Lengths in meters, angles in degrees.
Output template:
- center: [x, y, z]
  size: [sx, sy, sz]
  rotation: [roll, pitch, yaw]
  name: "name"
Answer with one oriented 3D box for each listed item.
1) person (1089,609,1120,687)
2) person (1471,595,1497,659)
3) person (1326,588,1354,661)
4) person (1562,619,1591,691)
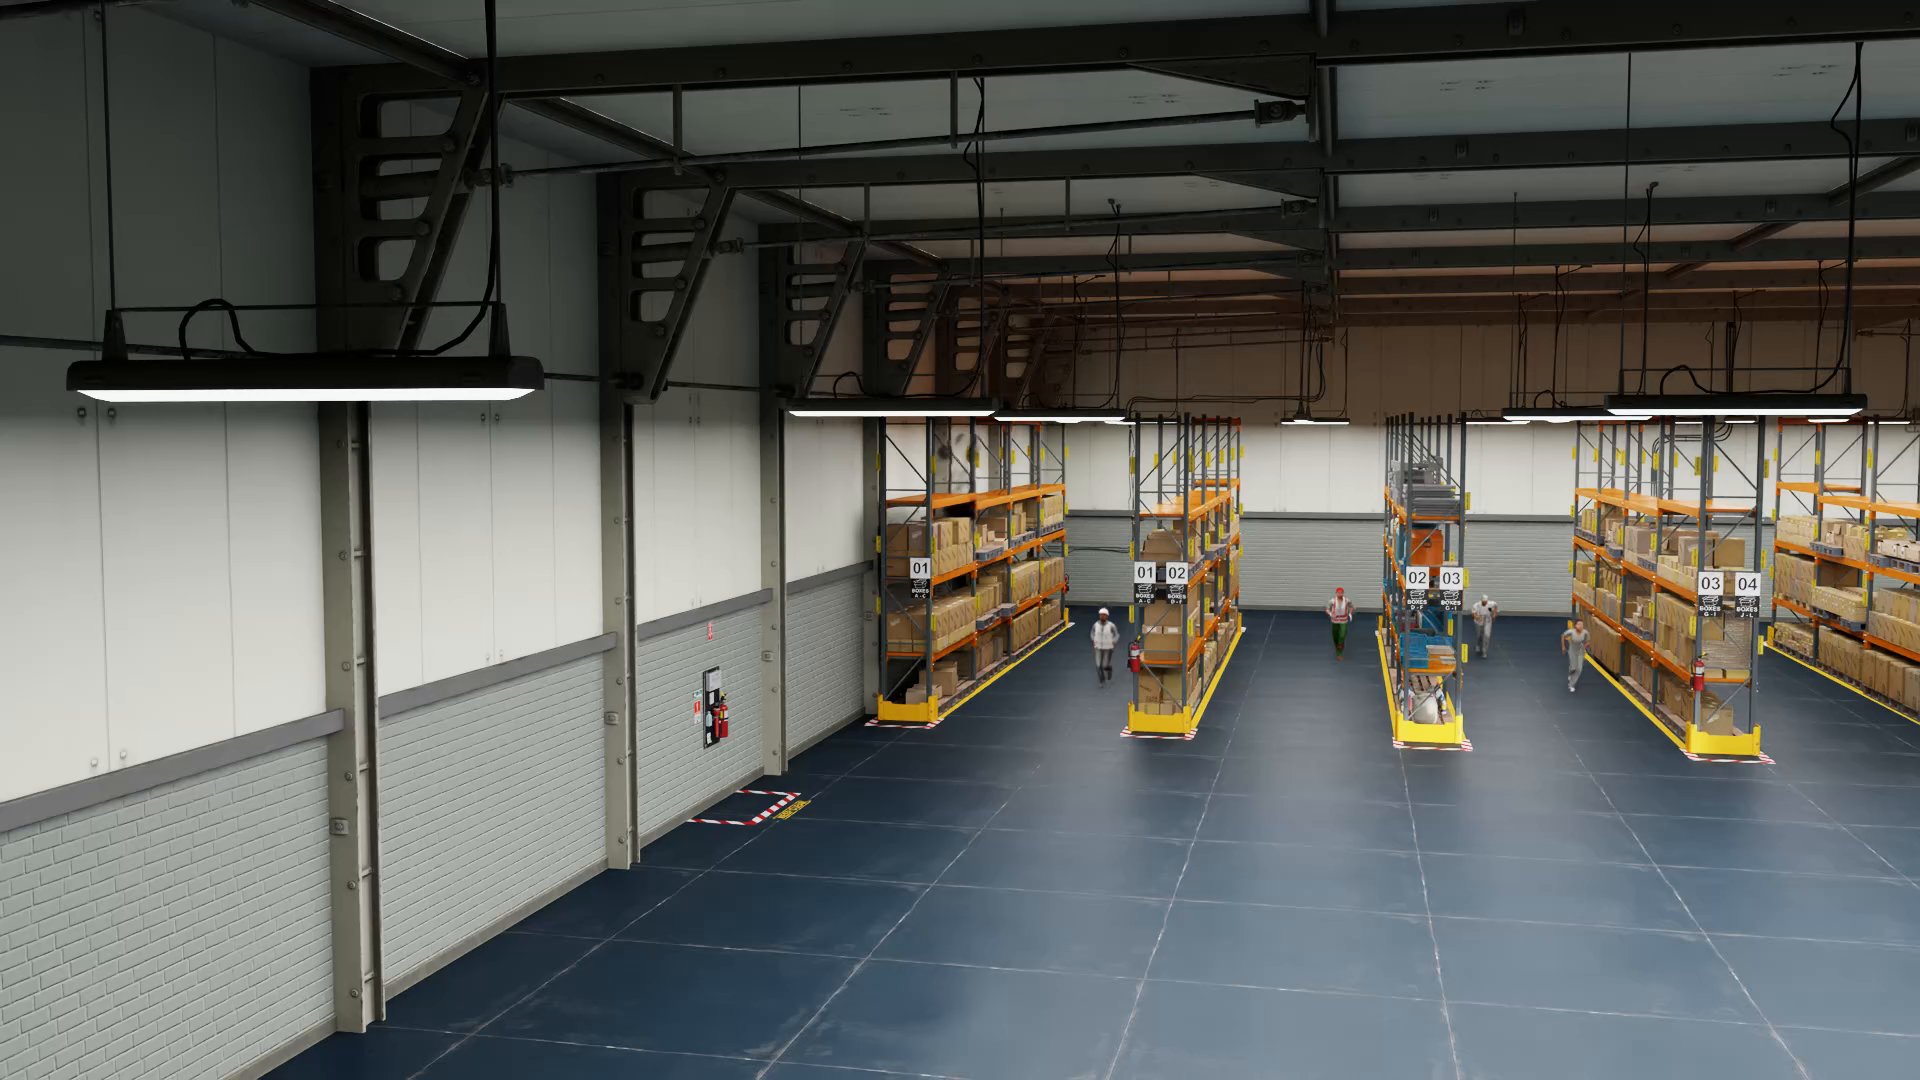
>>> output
- center: [3.161, 2.381, 36.720]
  size: [0.658, 1.730, 0.578]
  rotation: [1, 4, 18]
  name: "person"
- center: [13.106, 2.142, 41.639]
  size: [0.643, 1.627, 1.032]
  rotation: [0, 4, 7]
  name: "person"
- center: [9.415, 2.071, 41.222]
  size: [0.663, 1.788, 0.851]
  rotation: [1, 4, 12]
  name: "person"
- center: [13.363, 2.496, 36.030]
  size: [0.553, 1.590, 0.696]
  rotation: [0, 4, 5]
  name: "person"
